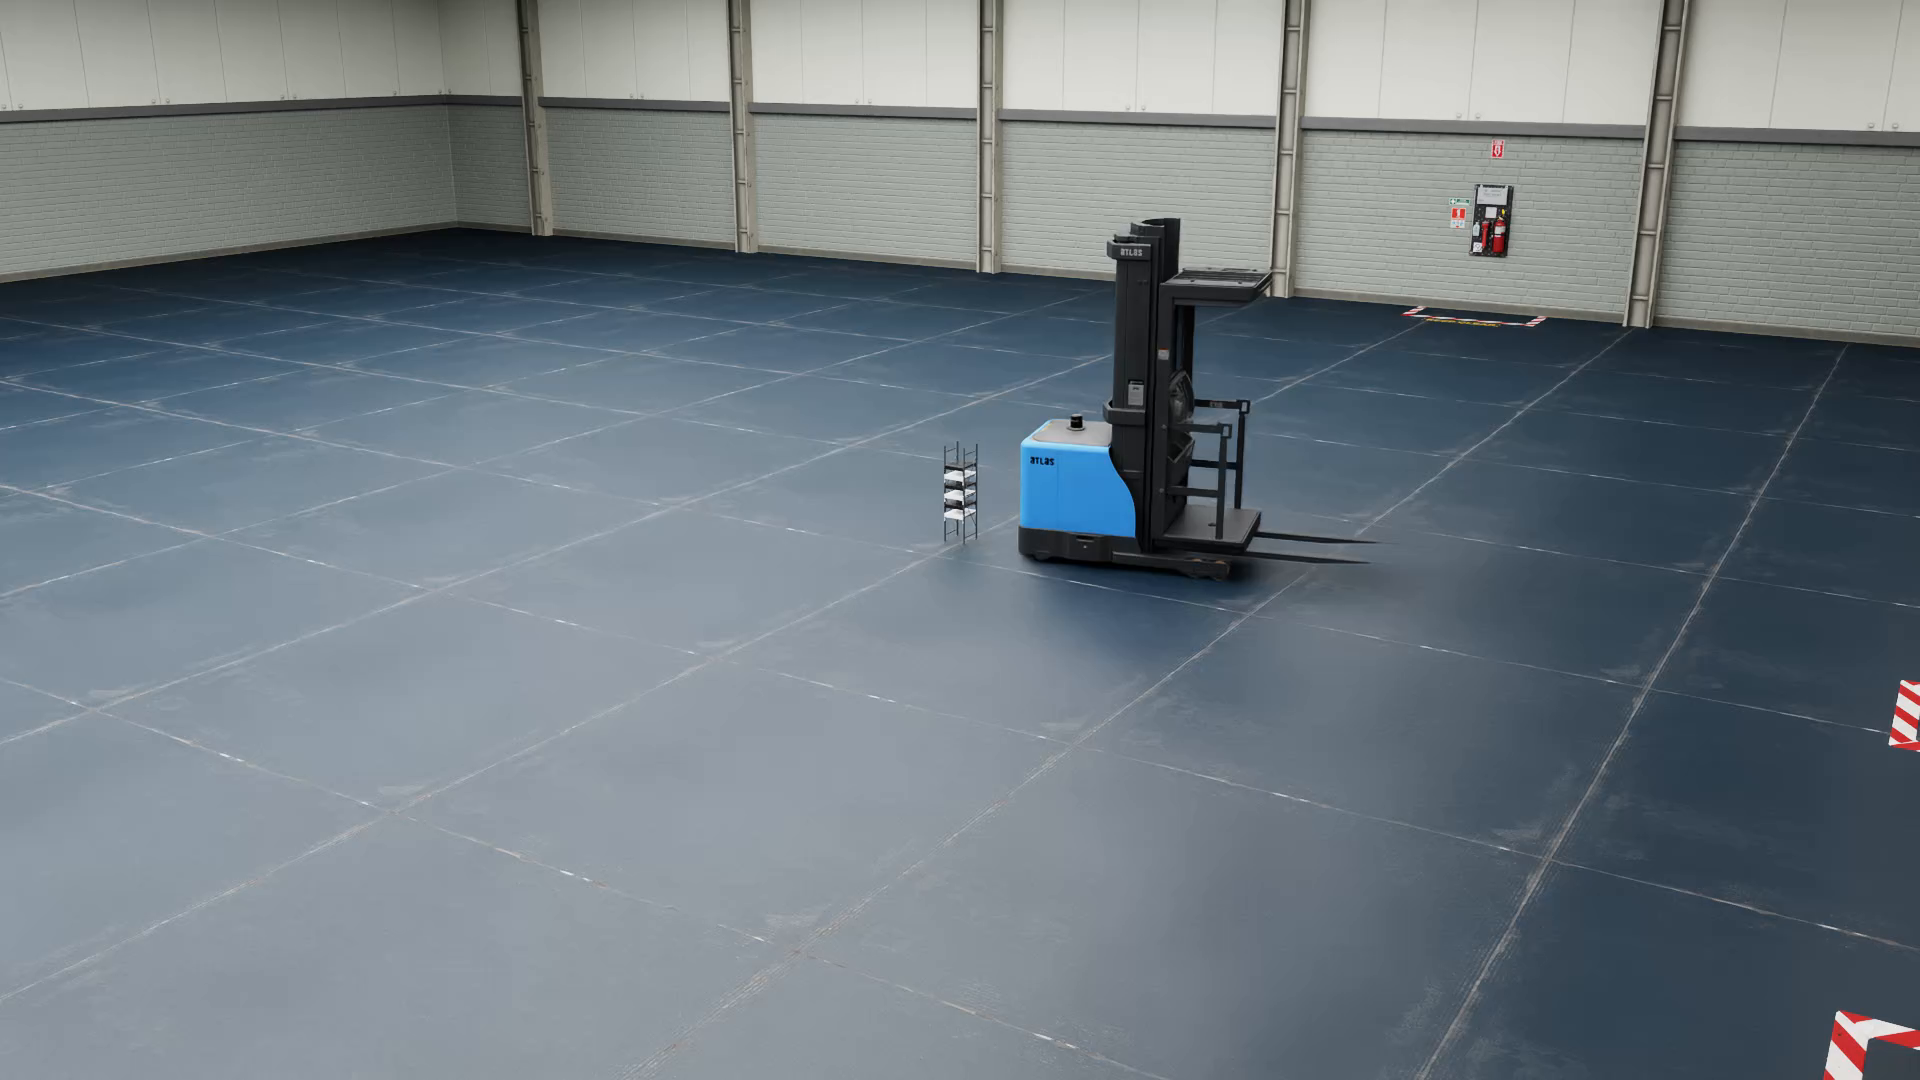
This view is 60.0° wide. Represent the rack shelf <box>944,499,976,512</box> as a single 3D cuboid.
[{"bbox_3d":[0.007,-0.311,15.151,0.200,0.077,0.258,10,20,30],"label":"rack shelf"}]

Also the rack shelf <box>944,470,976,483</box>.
[{"bbox_3d":[0.007,-0.570,15.072,0.200,0.077,0.258,10,20,30],"label":"rack shelf"}]

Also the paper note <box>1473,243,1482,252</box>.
[{"bbox_3d":[8.593,-4.856,27.591,0.142,0.148,0.016,10,20,30],"label":"paper note"}]

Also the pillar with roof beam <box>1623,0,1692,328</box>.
[{"bbox_3d":[8.541,-6.652,21.667,0.400,9.000,9.100,10,20,30],"label":"pillar with roof beam"}]

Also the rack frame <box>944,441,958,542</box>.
[{"bbox_3d":[-0.080,-0.445,15.166,0.006,0.900,0.240,10,20,30],"label":"rack frame"}]

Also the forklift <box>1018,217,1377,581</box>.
[{"bbox_3d":[2.090,-1.230,14.256,3.031,2.935,1.130,5,18,17],"label":"forklift"}]

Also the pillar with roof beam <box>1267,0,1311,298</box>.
[{"bbox_3d":[3.428,-7.565,24.672,0.400,9.000,9.100,10,20,30],"label":"pillar with roof beam"}]

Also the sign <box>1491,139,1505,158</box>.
[{"bbox_3d":[8.753,-6.369,27.066,0.199,0.298,0.001,10,20,30],"label":"sign"}]

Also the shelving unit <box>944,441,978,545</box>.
[{"bbox_3d":[0.007,-0.429,15.115,0.210,0.900,0.258,10,20,30],"label":"shelving unit"}]

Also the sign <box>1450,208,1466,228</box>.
[{"bbox_3d":[8.291,-5.360,27.674,0.234,0.329,0.001,10,20,30],"label":"sign"}]

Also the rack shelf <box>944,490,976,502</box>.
[{"bbox_3d":[0.007,-0.397,15.125,0.200,0.077,0.258,10,20,30],"label":"rack shelf"}]

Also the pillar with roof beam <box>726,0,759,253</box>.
[{"bbox_3d":[-6.797,-9.390,30.681,0.400,9.000,9.100,10,20,30],"label":"pillar with roof beam"}]

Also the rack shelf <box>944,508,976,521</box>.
[{"bbox_3d":[0.007,-0.225,15.177,0.200,0.077,0.258,10,20,30],"label":"rack shelf"}]

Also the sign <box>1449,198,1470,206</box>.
[{"bbox_3d":[8.290,-5.611,27.587,0.331,0.109,0.001,10,20,30],"label":"sign"}]

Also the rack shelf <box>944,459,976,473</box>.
[{"bbox_3d":[0.007,-0.656,15.046,0.200,0.077,0.258,10,20,30],"label":"rack shelf"}]

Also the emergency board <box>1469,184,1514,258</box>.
[{"bbox_3d":[8.708,-5.233,27.318,0.643,1.169,0.194,10,20,30],"label":"emergency board"}]

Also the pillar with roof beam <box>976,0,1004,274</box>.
[{"bbox_3d":[-1.685,-8.478,27.676,0.400,9.000,9.100,10,20,30],"label":"pillar with roof beam"}]

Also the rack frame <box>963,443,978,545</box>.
[{"bbox_3d":[0.094,-0.414,15.064,0.006,0.900,0.240,10,20,30],"label":"rack frame"}]

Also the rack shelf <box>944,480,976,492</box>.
[{"bbox_3d":[0.007,-0.484,15.099,0.200,0.077,0.258,10,20,30],"label":"rack shelf"}]

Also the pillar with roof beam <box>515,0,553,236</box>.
[{"bbox_3d":[-11.910,-10.303,33.685,0.400,9.000,9.100,10,20,30],"label":"pillar with roof beam"}]
